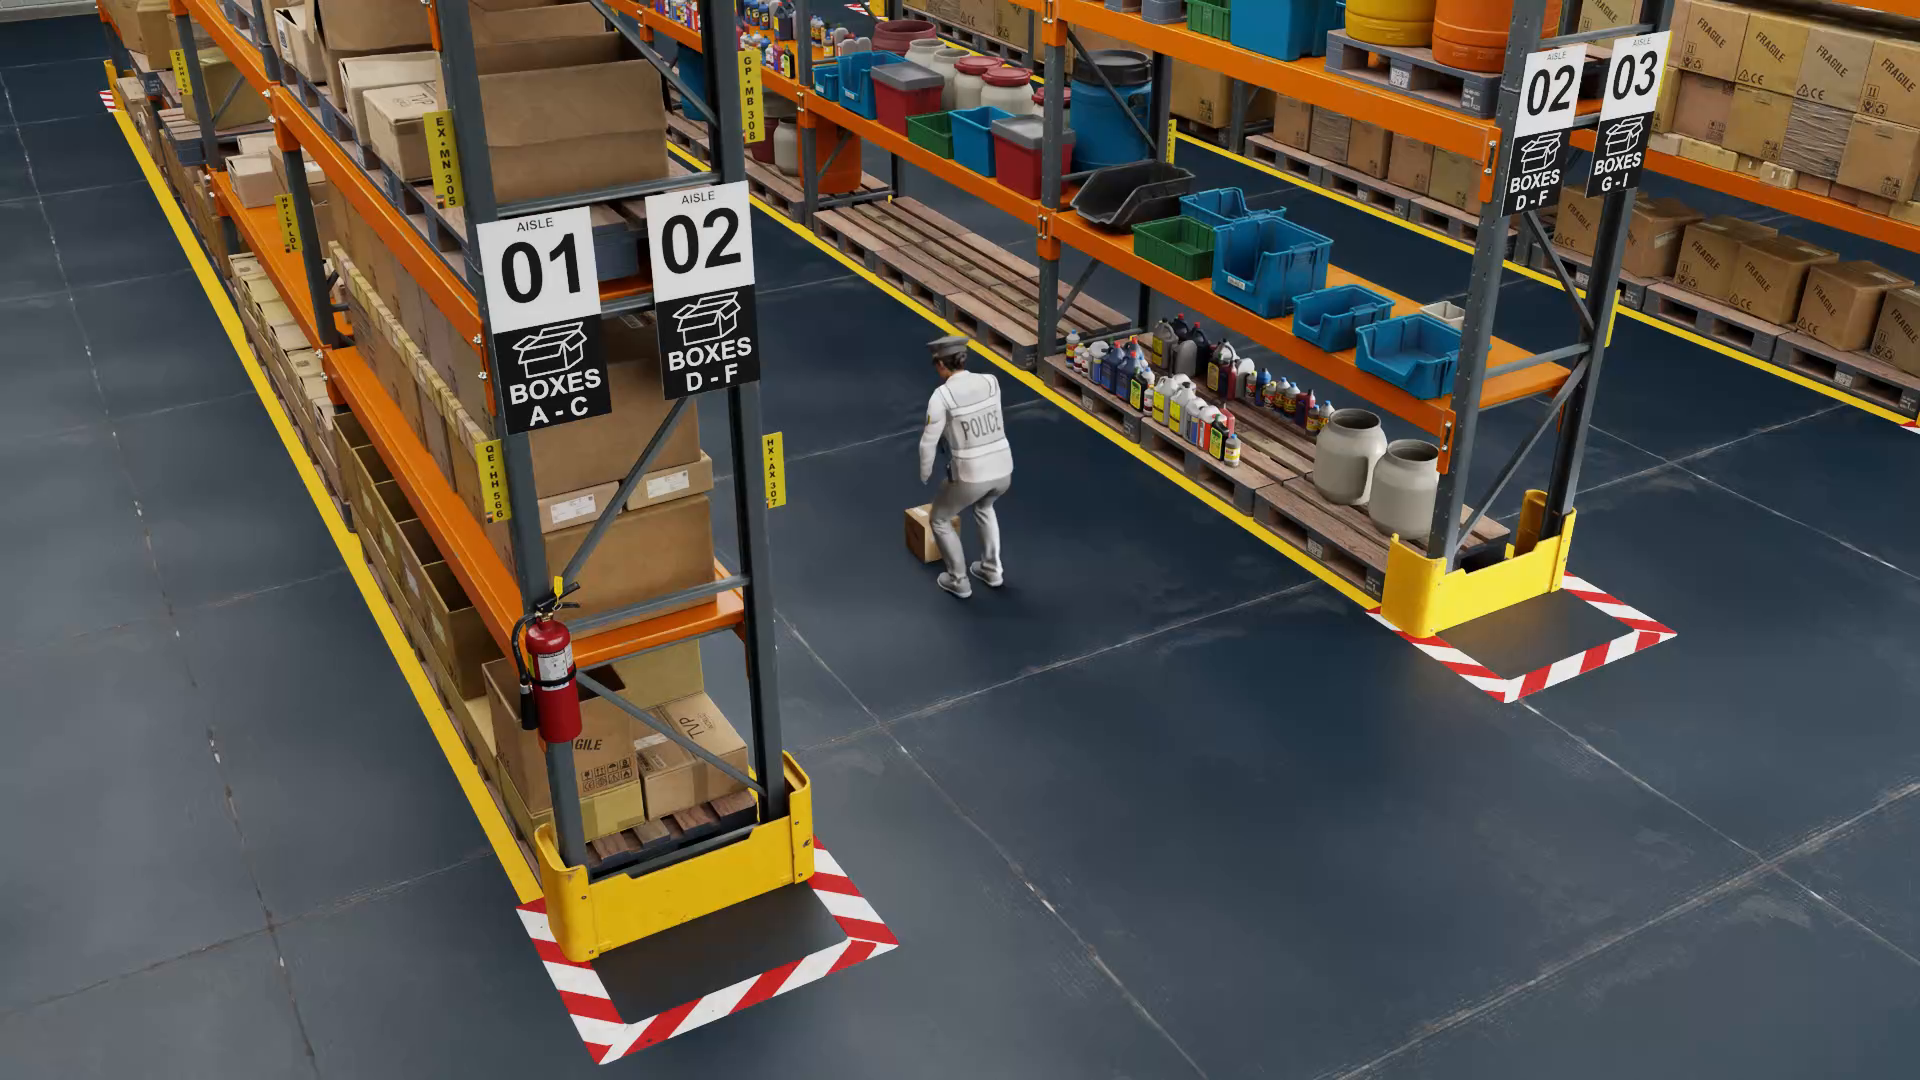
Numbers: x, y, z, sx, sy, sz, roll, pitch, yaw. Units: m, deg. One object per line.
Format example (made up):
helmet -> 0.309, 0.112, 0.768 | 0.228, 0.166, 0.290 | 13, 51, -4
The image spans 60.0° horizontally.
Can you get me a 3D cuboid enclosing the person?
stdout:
person -> 0.019, -0.407, 9.443 | 0.526, 1.522, 0.591 | -15, 33, -26
